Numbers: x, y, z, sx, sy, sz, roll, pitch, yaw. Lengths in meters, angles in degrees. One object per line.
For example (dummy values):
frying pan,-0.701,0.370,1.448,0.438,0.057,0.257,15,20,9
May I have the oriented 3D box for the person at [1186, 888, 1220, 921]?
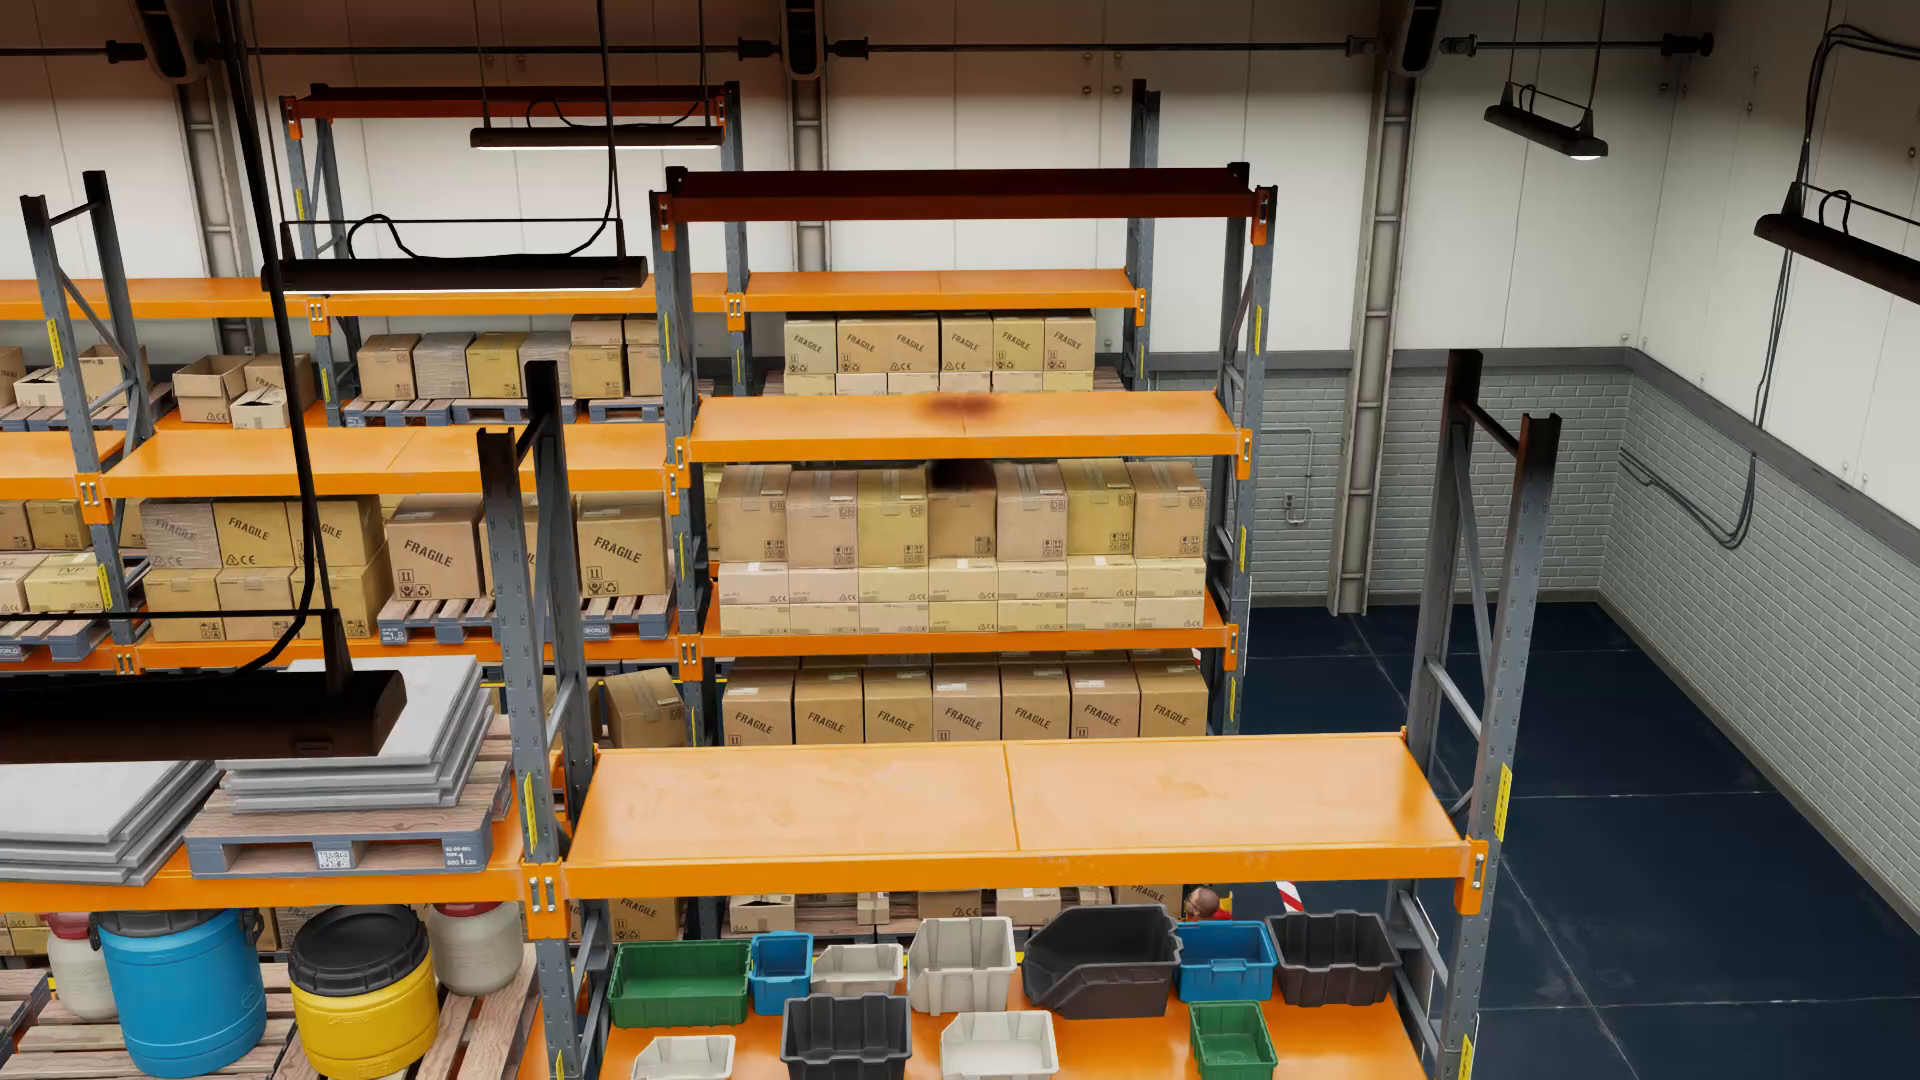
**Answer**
person,1.592,3.119,11.236,0.846,1.769,0.559,-1,22,-2
